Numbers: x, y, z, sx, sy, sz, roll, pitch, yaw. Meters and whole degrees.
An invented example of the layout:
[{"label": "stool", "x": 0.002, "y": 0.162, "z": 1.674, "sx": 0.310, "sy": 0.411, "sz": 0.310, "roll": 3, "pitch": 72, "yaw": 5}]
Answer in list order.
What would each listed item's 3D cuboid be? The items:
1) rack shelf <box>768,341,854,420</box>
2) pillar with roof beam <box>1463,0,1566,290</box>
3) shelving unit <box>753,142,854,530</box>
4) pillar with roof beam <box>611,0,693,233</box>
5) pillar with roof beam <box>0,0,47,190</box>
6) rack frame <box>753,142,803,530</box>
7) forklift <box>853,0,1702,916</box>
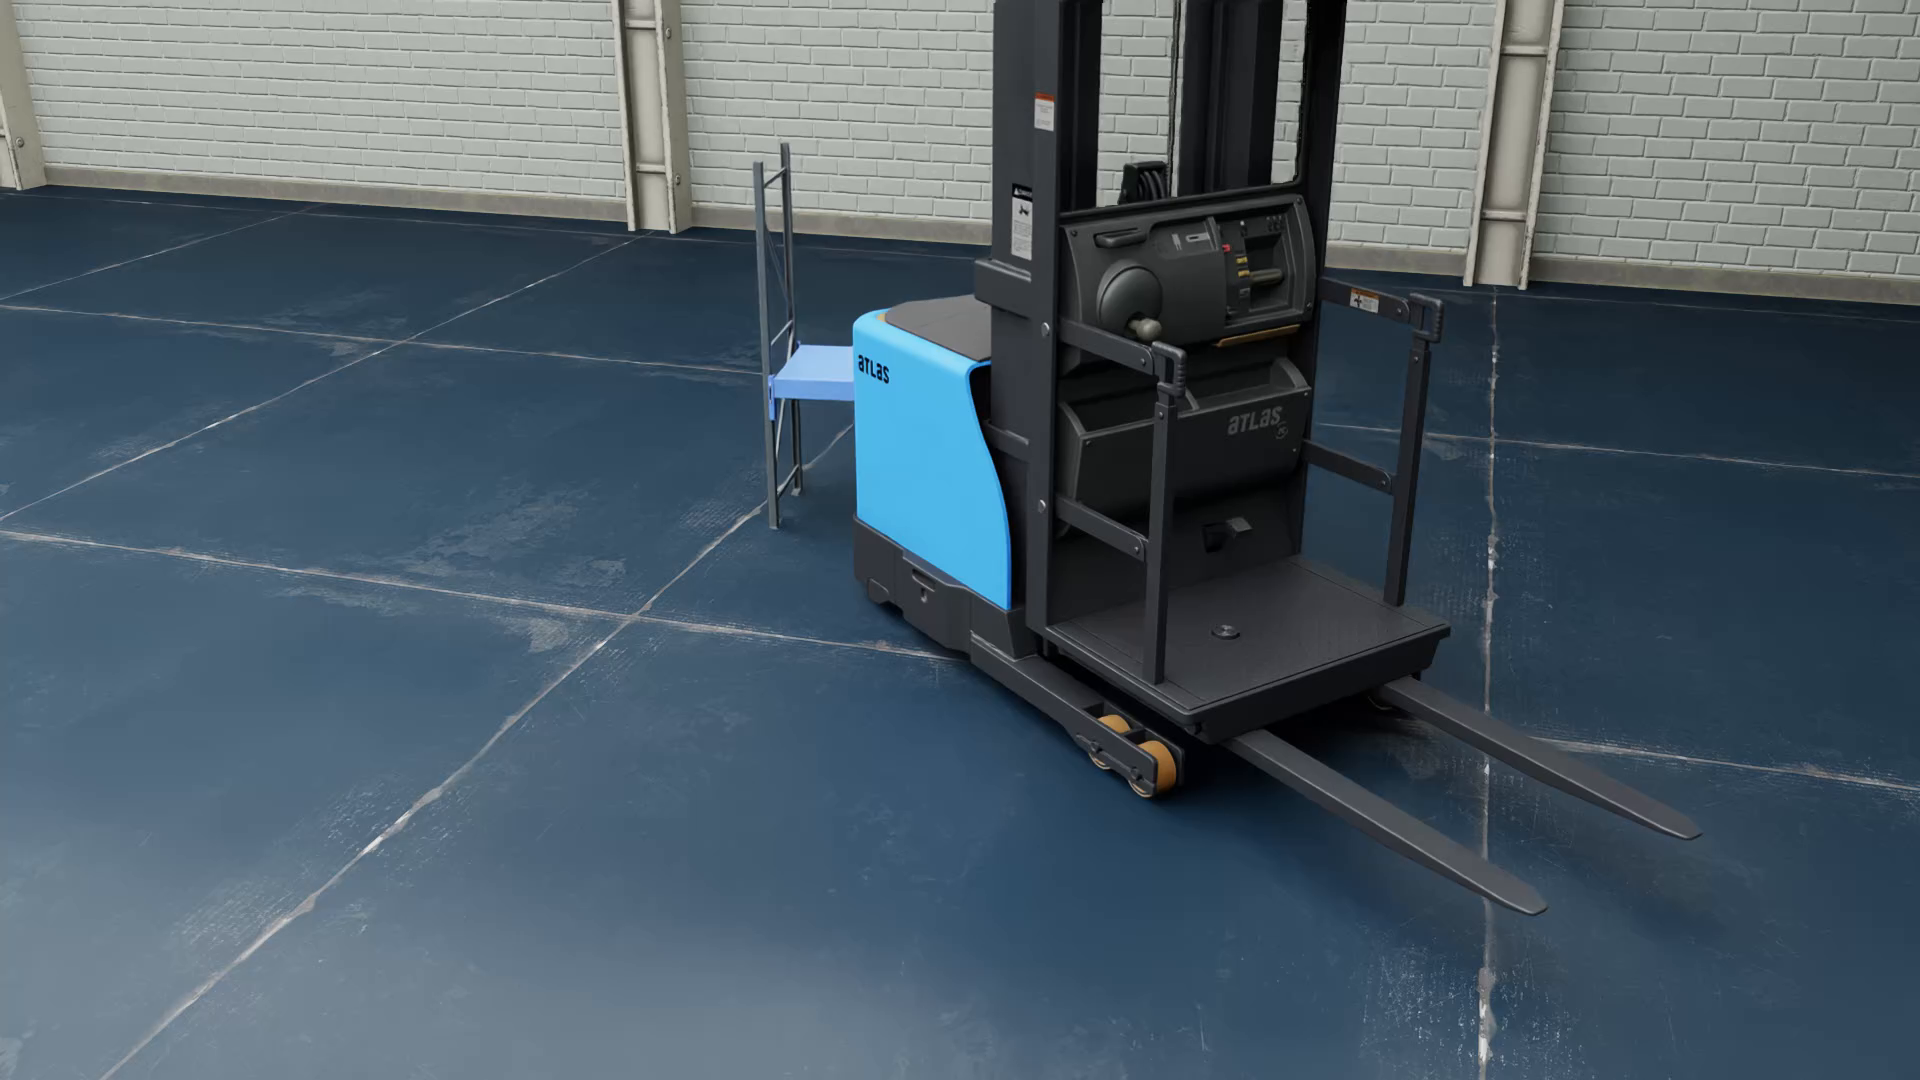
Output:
[{"label": "rack shelf", "x": -0.236, "y": -0.640, "z": 6.827, "sx": 1.000, "sy": 0.185, "sz": 0.538, "roll": 3, "pitch": 22, "yaw": 7}, {"label": "pillar with roof beam", "x": 2.257, "y": -4.285, "z": 5.359, "sx": 0.400, "sy": 9.000, "sz": 9.100, "roll": 7, "pitch": 23, "yaw": 16}, {"label": "shelving unit", "x": -0.236, "y": -0.806, "z": 6.759, "sx": 1.048, "sy": 1.500, "sz": 0.538, "roll": 3, "pitch": 22, "yaw": 7}, {"label": "pillar with roof beam", "x": -3.487, "y": -4.943, "z": 6.962, "sx": 0.400, "sy": 9.000, "sz": 9.100, "roll": 7, "pitch": 23, "yaw": 16}, {"label": "pillar with roof beam", "x": -9.231, "y": -5.600, "z": 8.566, "sx": 0.400, "sy": 9.000, "sz": 9.100, "roll": 7, "pitch": 23, "yaw": 16}, {"label": "rack frame", "x": -0.740, "y": -0.831, "z": 6.820, "sx": 0.032, "sy": 1.500, "sz": 0.500, "roll": 3, "pitch": 22, "yaw": 7}, {"label": "forklift", "x": 0.828, "y": -0.800, "z": 4.859, "sx": 1.130, "sy": 2.935, "sz": 3.031, "roll": -14, "pitch": 26, "yaw": -30}]
